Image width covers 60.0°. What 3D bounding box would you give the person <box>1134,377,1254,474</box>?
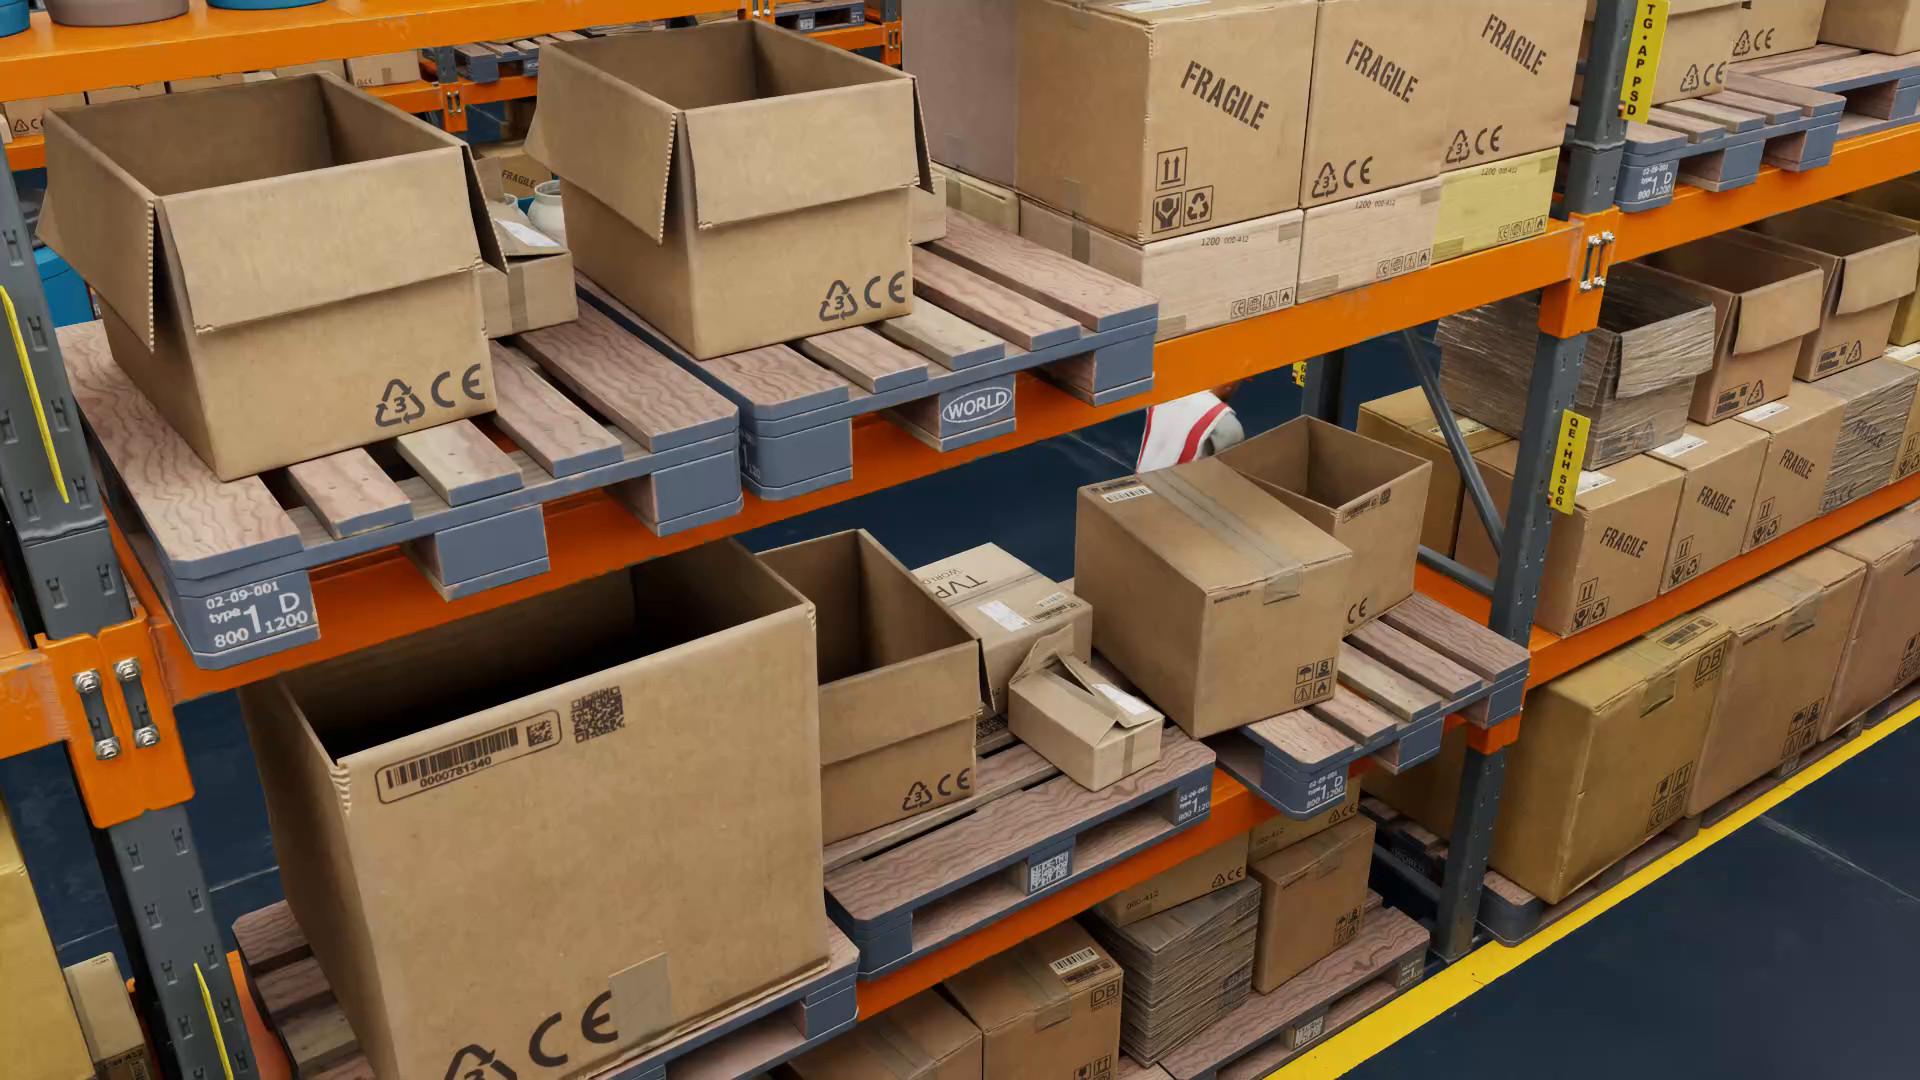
[{"bbox_3d":[1.027,-0.117,7.536,0.647,1.580,0.575,-18,33,-30],"label":"person"}]
